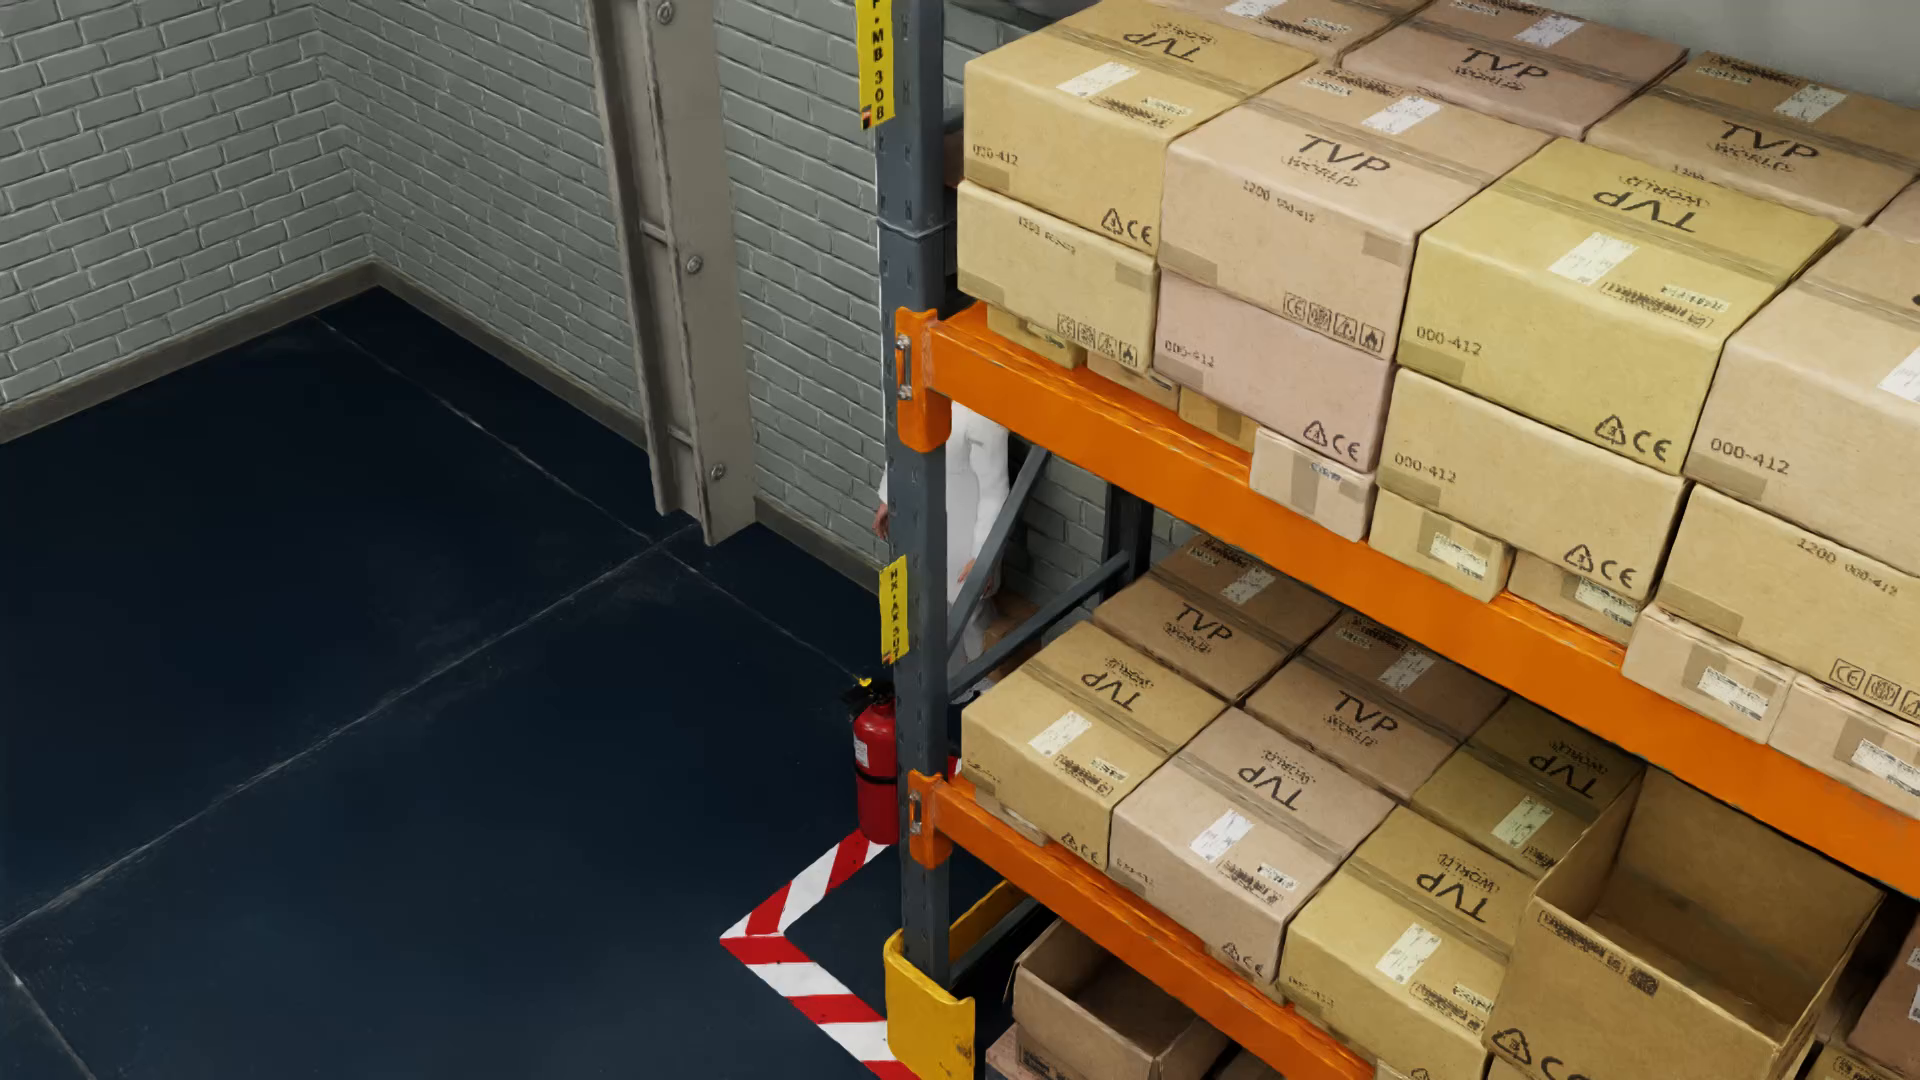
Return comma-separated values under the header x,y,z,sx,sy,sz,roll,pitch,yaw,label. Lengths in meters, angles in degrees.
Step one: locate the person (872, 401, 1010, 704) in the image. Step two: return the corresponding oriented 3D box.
x,y,z,sx,sy,sz,roll,pitch,yaw,label
-0.058,-0.055,6.224,0.644,1.774,0.487,29,47,31,person
